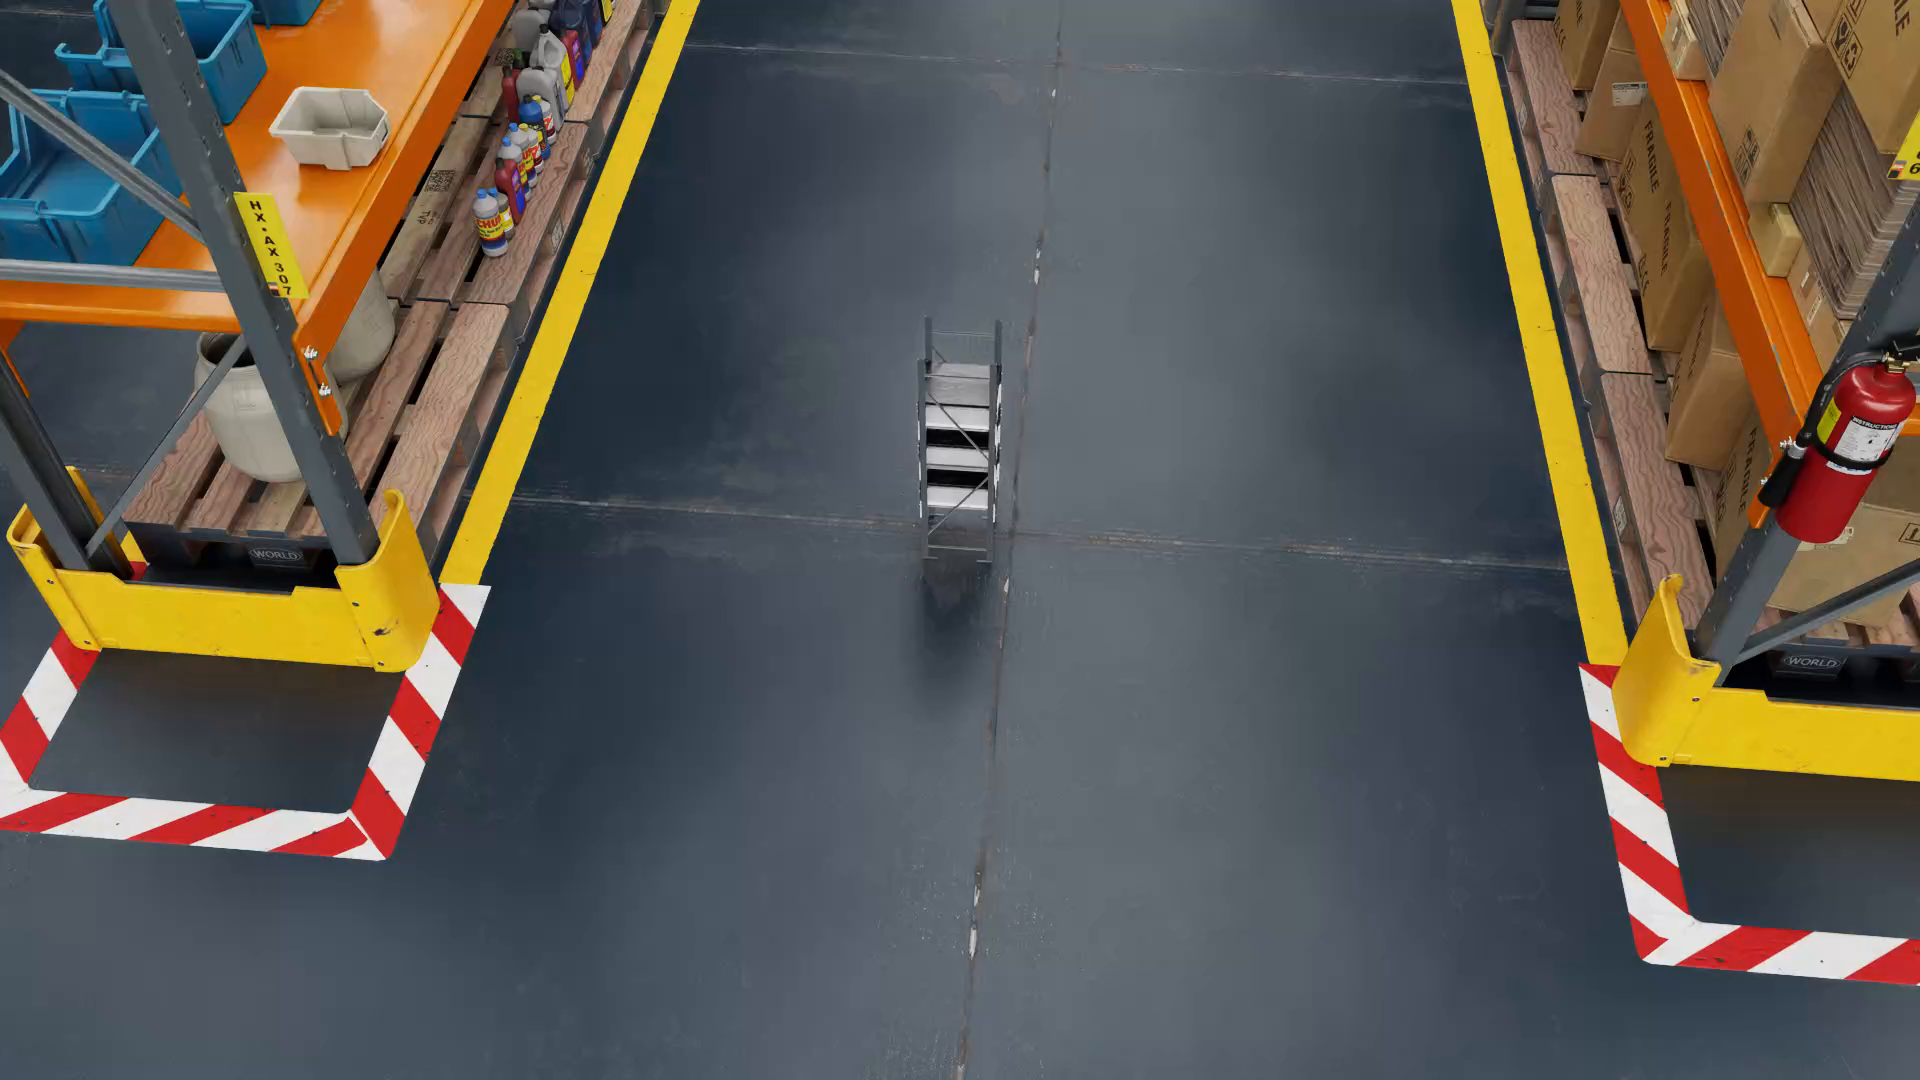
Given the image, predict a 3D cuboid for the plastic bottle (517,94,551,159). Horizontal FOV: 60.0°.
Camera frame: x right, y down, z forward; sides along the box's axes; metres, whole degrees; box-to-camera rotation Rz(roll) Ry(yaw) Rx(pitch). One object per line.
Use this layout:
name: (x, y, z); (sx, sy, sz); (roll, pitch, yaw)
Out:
plastic bottle: (-1.753, -1.702, 6.825); (0.097, 0.271, 0.097); (0, 48, 0)

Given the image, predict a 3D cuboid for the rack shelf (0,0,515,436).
rack shelf: (-2.105, -1.916, 5.957); (1.077, 0.370, 4.000); (4, 48, 4)

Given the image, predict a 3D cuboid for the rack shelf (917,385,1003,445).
rack shelf: (0.001, -0.409, 5.315); (0.258, 0.077, 0.200); (4, 48, 4)

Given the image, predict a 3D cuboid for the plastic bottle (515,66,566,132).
plastic bottle: (-1.760, -1.867, 6.973); (0.152, 0.276, 0.135); (5, 48, 4)

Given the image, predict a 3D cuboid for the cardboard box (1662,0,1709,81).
cardboard box: (2.498, -1.604, 5.354); (0.380, 0.149, 0.250); (4, 48, 4)

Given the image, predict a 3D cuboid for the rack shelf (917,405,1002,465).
rack shelf: (0.001, -0.348, 5.382); (0.258, 0.077, 0.200); (4, 48, 4)

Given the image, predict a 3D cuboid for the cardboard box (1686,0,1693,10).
cardboard box: (2.794, -1.999, 5.276); (0.875, 0.500, 0.500); (4, 48, 4)

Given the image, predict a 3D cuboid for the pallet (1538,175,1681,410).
pallet: (2.875, -0.959, 6.484); (1.003, 0.211, 1.213); (4, 48, 4)

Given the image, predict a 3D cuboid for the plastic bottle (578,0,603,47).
plastic bottle: (-1.694, -2.390, 7.400); (0.144, 0.351, 0.185); (3, 48, 2)

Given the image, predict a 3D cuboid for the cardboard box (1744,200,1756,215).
cardboard box: (2.499, -1.048, 4.846); (0.380, 0.149, 0.250); (4, 48, 4)

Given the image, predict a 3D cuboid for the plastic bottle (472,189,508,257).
plastic bottle: (-1.812, -1.228, 6.391); (0.097, 0.271, 0.097); (0, 48, 0)

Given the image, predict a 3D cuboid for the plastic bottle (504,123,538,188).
plastic bottle: (-1.771, -1.553, 6.689); (0.097, 0.271, 0.097); (0, 48, 0)

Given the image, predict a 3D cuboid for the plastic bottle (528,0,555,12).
plastic bottle: (-1.838, -2.400, 7.409); (0.144, 0.351, 0.185); (4, 48, 4)

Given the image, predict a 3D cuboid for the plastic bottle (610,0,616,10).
plastic bottle: (-1.645, -2.545, 7.643); (0.097, 0.201, 0.097); (0, 48, 0)

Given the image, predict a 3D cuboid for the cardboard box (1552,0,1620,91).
cardboard box: (2.933, -2.302, 7.232); (0.500, 0.500, 0.500); (3, 48, 2)

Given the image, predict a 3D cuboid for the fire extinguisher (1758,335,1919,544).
fire extinguisher: (2.176, -0.277, 4.023); (0.296, 0.674, 0.183); (4, 48, 4)

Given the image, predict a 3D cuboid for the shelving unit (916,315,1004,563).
shelving unit: (0.001, -0.310, 5.423); (0.258, 0.900, 0.210); (4, 48, 4)

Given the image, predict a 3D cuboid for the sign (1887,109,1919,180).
sign: (2.094, -0.905, 3.546); (0.100, 0.325, 0.005); (4, 48, 4)

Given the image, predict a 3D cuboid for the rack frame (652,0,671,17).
rack frame: (-1.923, -3.628, 7.036); (1.000, 3.000, 0.127); (4, 48, 4)

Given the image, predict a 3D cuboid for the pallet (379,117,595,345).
pallet: (-2.134, -1.297, 6.794); (1.003, 0.211, 1.213); (4, 48, 4)

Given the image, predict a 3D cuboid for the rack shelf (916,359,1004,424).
rack shelf: (0.001, -0.469, 5.249); (0.258, 0.077, 0.200); (4, 48, 4)

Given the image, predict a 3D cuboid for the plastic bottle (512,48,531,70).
plastic bottle: (-1.846, -1.977, 7.068); (0.061, 0.283, 0.133); (4, 48, 4)

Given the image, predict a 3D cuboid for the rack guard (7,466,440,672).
rack guard: (-2.327, 0.096, 5.324); (1.175, 0.500, 0.348); (4, 48, 4)

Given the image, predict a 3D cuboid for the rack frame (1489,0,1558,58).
rack frame: (3.010, -3.295, 6.731); (1.000, 3.000, 0.127); (4, 48, 4)

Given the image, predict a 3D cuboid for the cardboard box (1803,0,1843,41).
cardboard box: (2.489, -1.616, 4.248); (0.500, 0.500, 0.500); (4, 48, 4)

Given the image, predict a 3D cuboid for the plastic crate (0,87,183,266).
plastic crate: (-2.540, -1.027, 4.757); (0.499, 0.251, 0.616); (4, 48, 4)

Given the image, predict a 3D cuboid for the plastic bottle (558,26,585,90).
plastic bottle: (-1.685, -2.104, 7.184); (0.061, 0.283, 0.133); (7, 48, 6)

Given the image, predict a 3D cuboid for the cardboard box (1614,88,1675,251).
cardboard box: (2.910, -1.419, 6.425); (0.500, 0.500, 0.500); (0, 48, 0)

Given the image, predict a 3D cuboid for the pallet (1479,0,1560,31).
pallet: (3.079, -2.926, 8.283); (1.003, 0.211, 1.213); (4, 48, 4)

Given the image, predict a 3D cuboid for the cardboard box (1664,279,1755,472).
cardboard box: (2.739, -0.553, 5.633); (0.500, 0.500, 0.500); (15, 49, 14)

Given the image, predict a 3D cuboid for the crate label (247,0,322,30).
crate label: (-2.389, -2.072, 5.588); (0.502, 0.435, 0.616); (4, 48, 4)

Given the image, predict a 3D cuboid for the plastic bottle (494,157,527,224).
plastic bottle: (-1.773, -1.397, 6.538); (0.061, 0.283, 0.133); (5, 48, 4)

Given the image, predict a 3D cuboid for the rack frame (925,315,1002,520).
rack frame: (0.010, -0.384, 5.492); (0.240, 0.900, 0.006); (4, 48, 4)

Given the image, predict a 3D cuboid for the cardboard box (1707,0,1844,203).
cardboard box: (2.649, -1.268, 4.607); (0.875, 0.500, 0.500); (4, 48, 4)

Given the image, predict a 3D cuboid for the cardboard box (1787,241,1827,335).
cardboard box: (2.489, -0.678, 4.508); (0.380, 0.149, 0.250); (4, 48, 4)

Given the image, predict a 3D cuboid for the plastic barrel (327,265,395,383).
plastic barrel: (-2.258, -0.848, 5.894); (0.421, 0.512, 0.421); (0, 48, 0)
